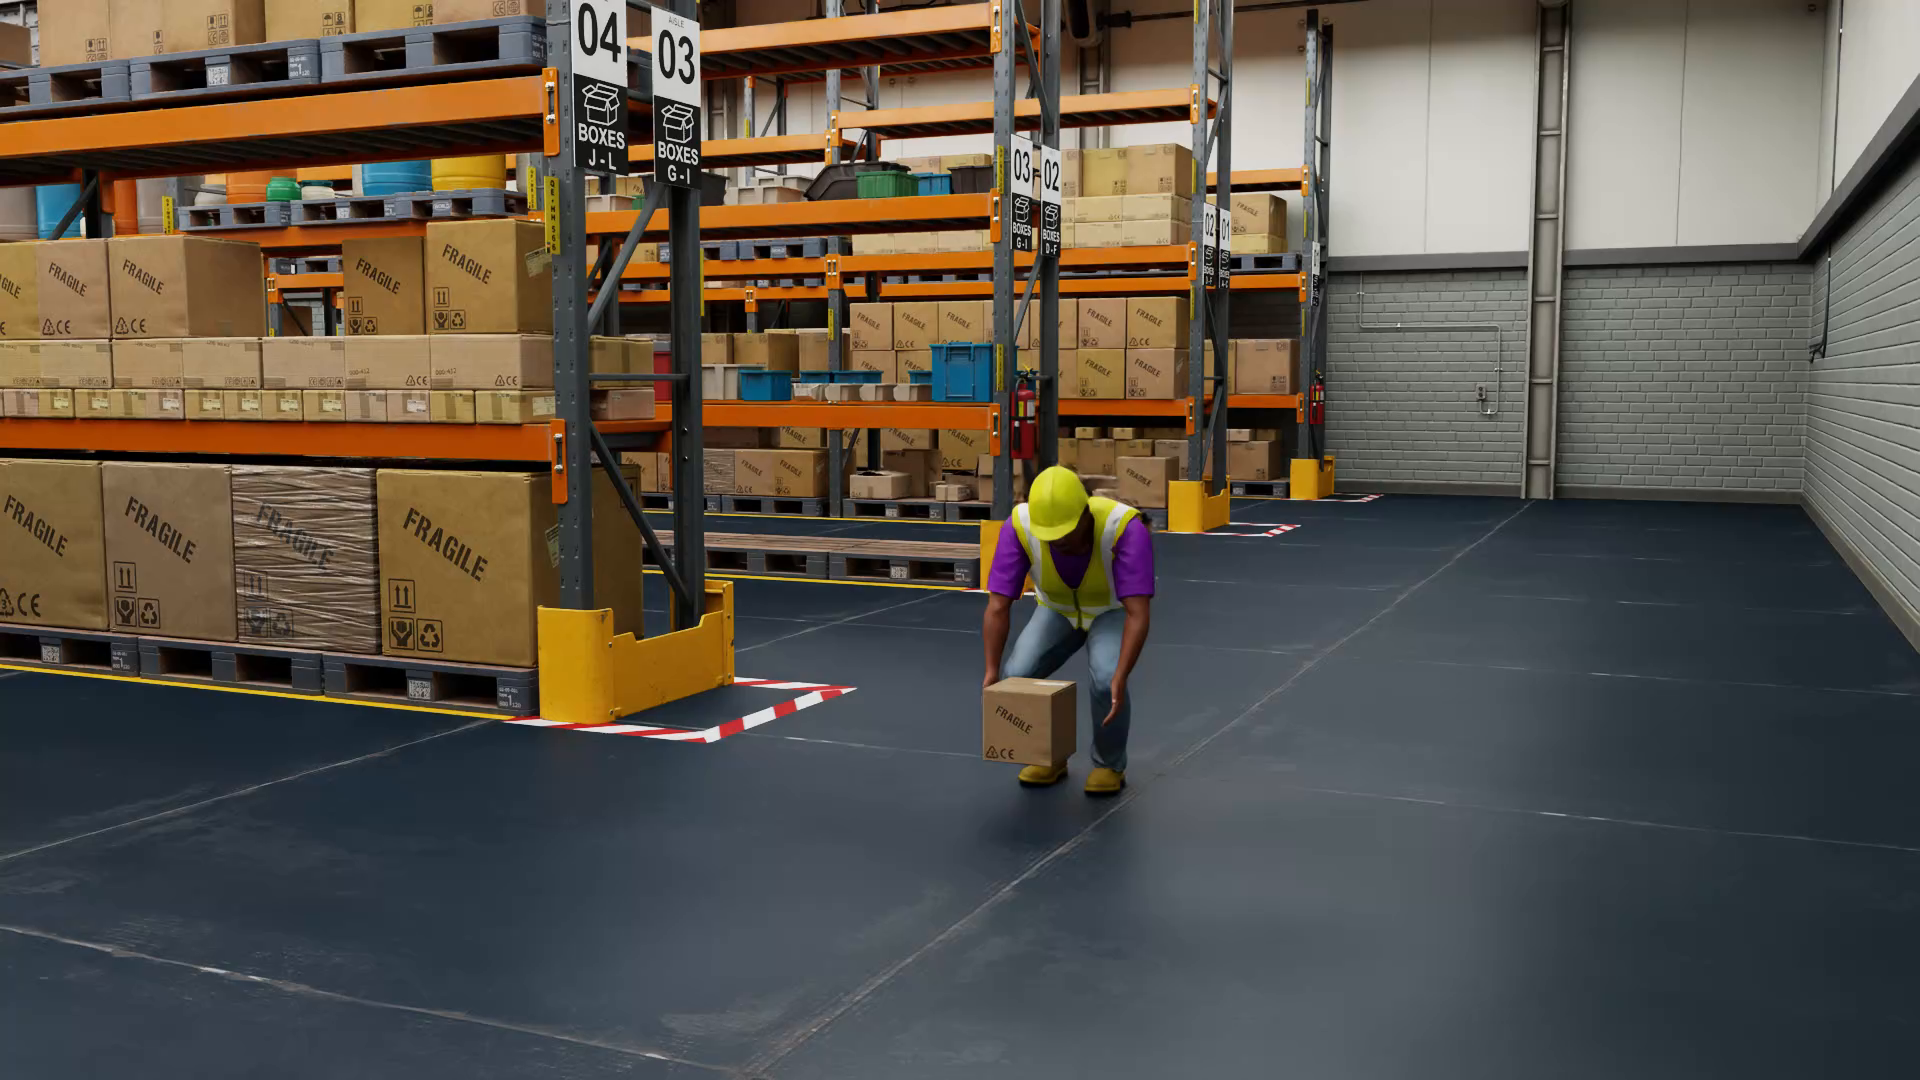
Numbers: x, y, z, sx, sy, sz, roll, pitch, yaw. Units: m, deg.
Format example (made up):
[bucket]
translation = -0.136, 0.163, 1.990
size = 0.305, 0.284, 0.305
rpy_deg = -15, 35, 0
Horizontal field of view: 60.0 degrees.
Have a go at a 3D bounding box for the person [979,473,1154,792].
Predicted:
[person]
translation = 0.443, 0.331, 6.057
size = 0.616, 1.181, 0.846
rpy_deg = 2, 6, 23
